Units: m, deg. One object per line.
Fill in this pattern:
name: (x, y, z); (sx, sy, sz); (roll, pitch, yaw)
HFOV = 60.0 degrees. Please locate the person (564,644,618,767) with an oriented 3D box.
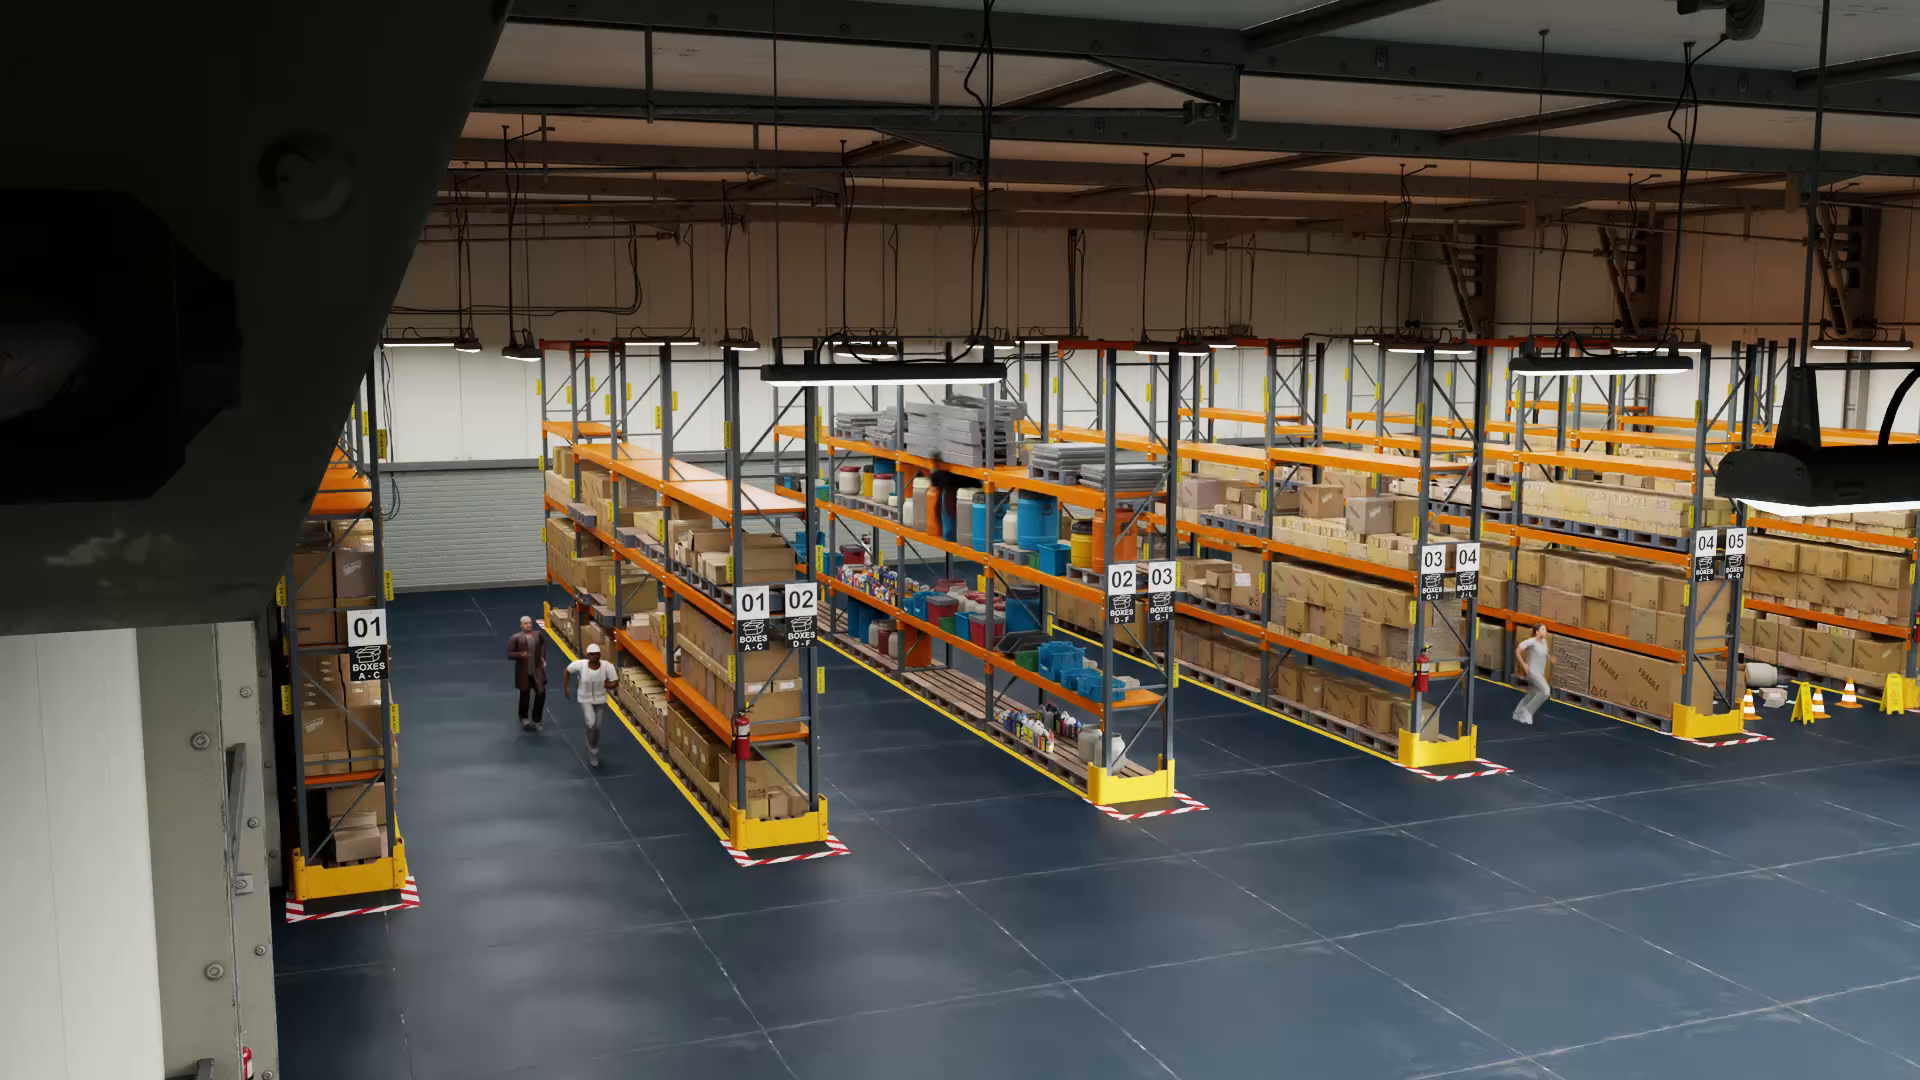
person: (-5.304, 2.356, 23.991); (0.729, 1.787, 0.837); (-3, 8, -21)

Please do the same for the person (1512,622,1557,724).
person: (9.086, 2.097, 26.264); (0.559, 1.627, 0.669); (-7, 10, -41)

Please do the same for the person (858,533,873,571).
person: (-2.029, 0.628, 37.732); (0.719, 1.632, 0.882); (6, 9, 37)

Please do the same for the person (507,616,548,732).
person: (-6.708, 2.091, 25.919); (0.685, 1.826, 0.776); (-4, 9, -30)
